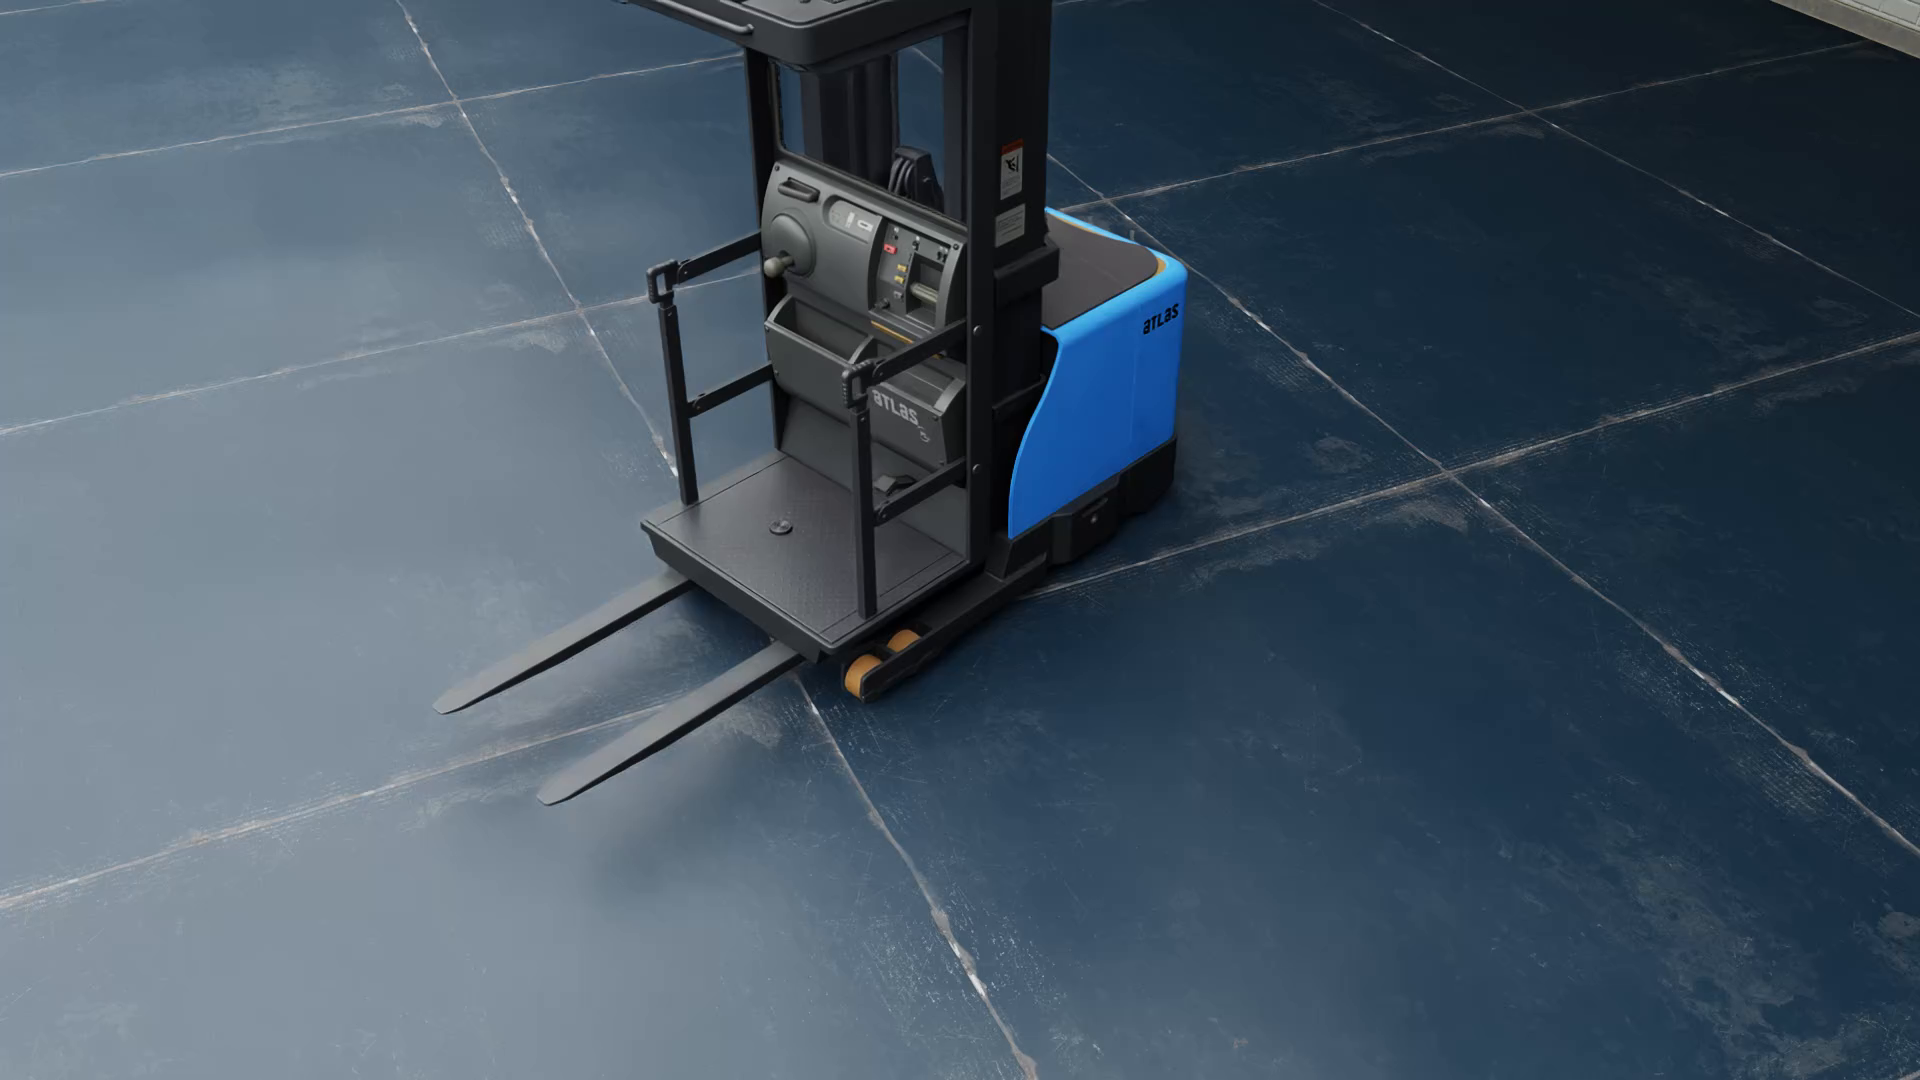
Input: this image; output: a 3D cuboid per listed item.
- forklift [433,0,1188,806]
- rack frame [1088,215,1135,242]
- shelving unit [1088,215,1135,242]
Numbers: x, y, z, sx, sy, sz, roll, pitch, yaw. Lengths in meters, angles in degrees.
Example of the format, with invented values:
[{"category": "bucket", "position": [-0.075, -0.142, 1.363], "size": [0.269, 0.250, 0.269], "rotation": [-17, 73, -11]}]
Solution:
[{"category": "forklift", "position": [-0.492, -0.946, 5.565], "size": [1.130, 2.935, 3.031], "rotation": [30, 46, 34]}, {"category": "rack frame", "position": [0.614, -0.963, 7.296], "size": [0.240, 0.900, 0.006], "rotation": [26, 38, 31]}, {"category": "shelving unit", "position": [0.549, -0.925, 7.228], "size": [0.258, 0.900, 0.210], "rotation": [26, 38, 31]}]
